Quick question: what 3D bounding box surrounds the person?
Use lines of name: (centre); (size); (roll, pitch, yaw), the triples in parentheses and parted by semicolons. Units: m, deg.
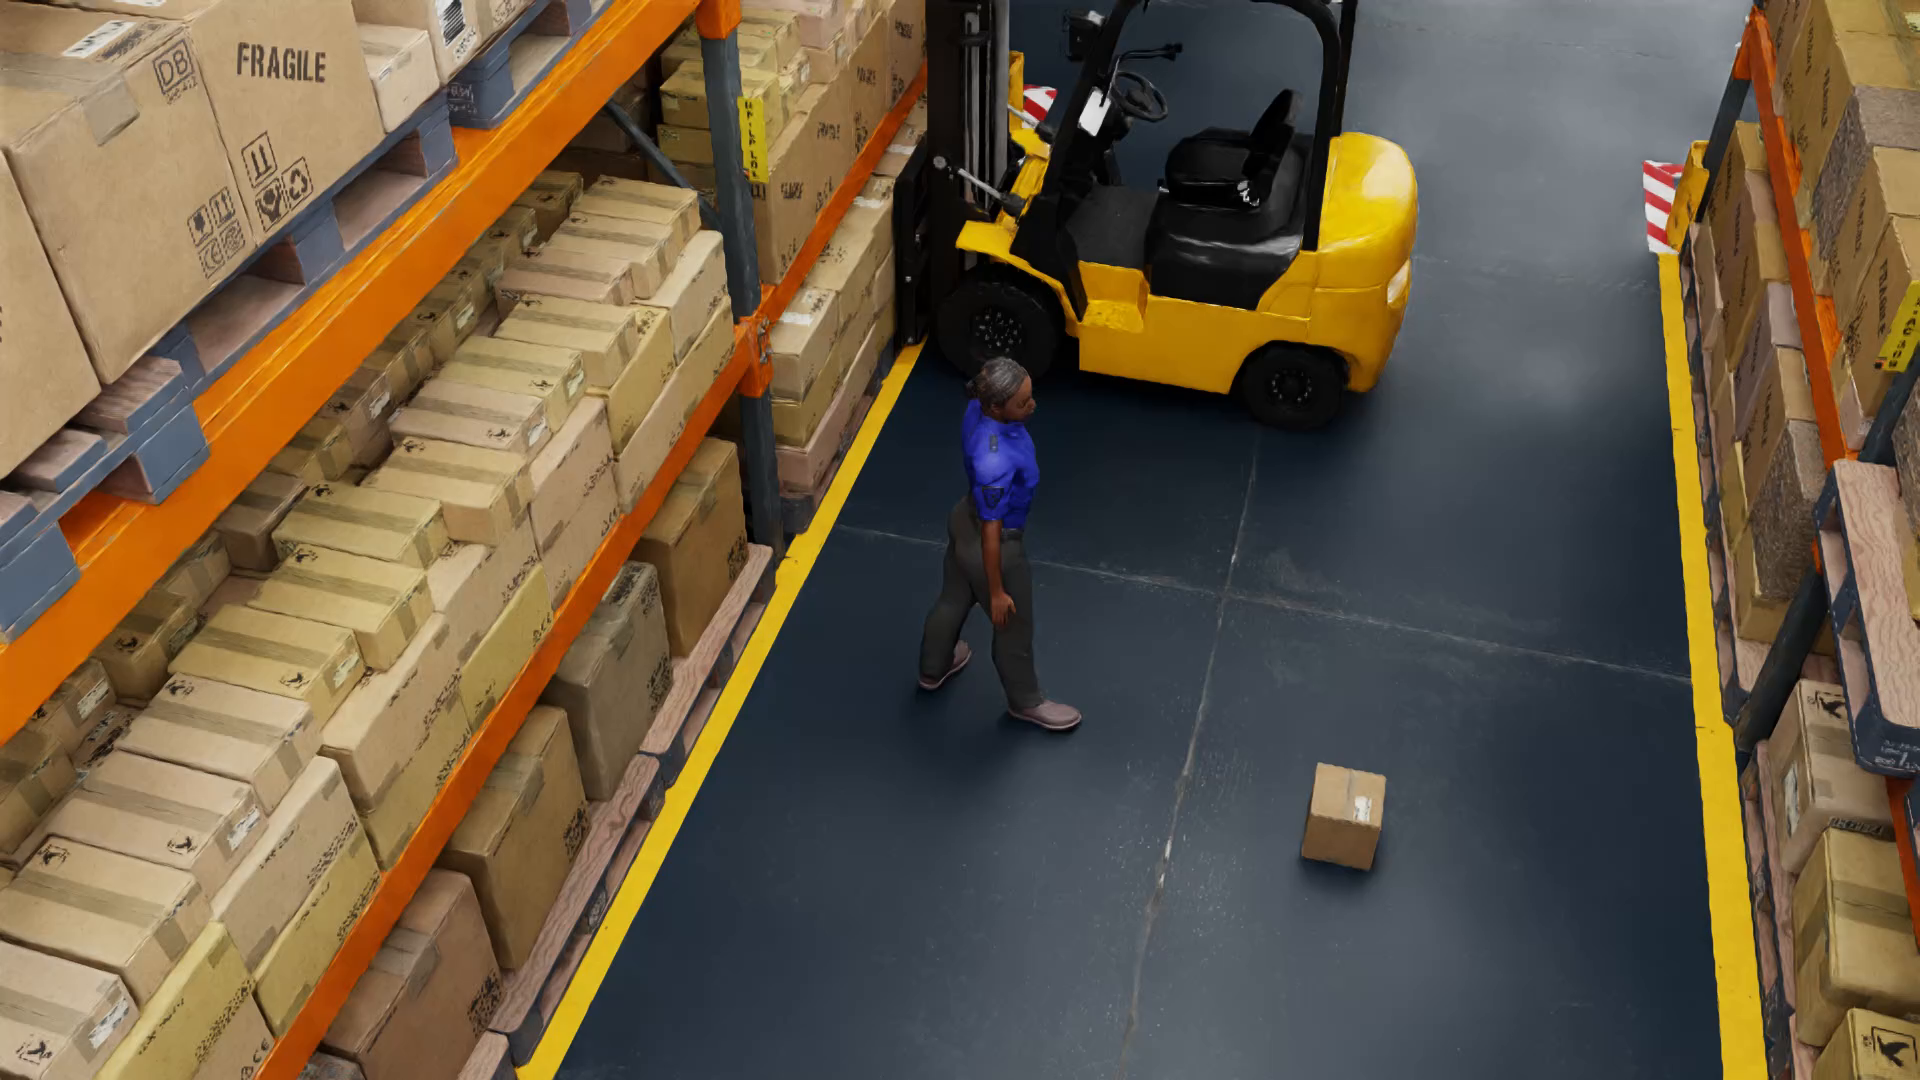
person: (0.150, 0.017, 6.126); (0.611, 1.643, 0.600); (-5, 42, -6)
